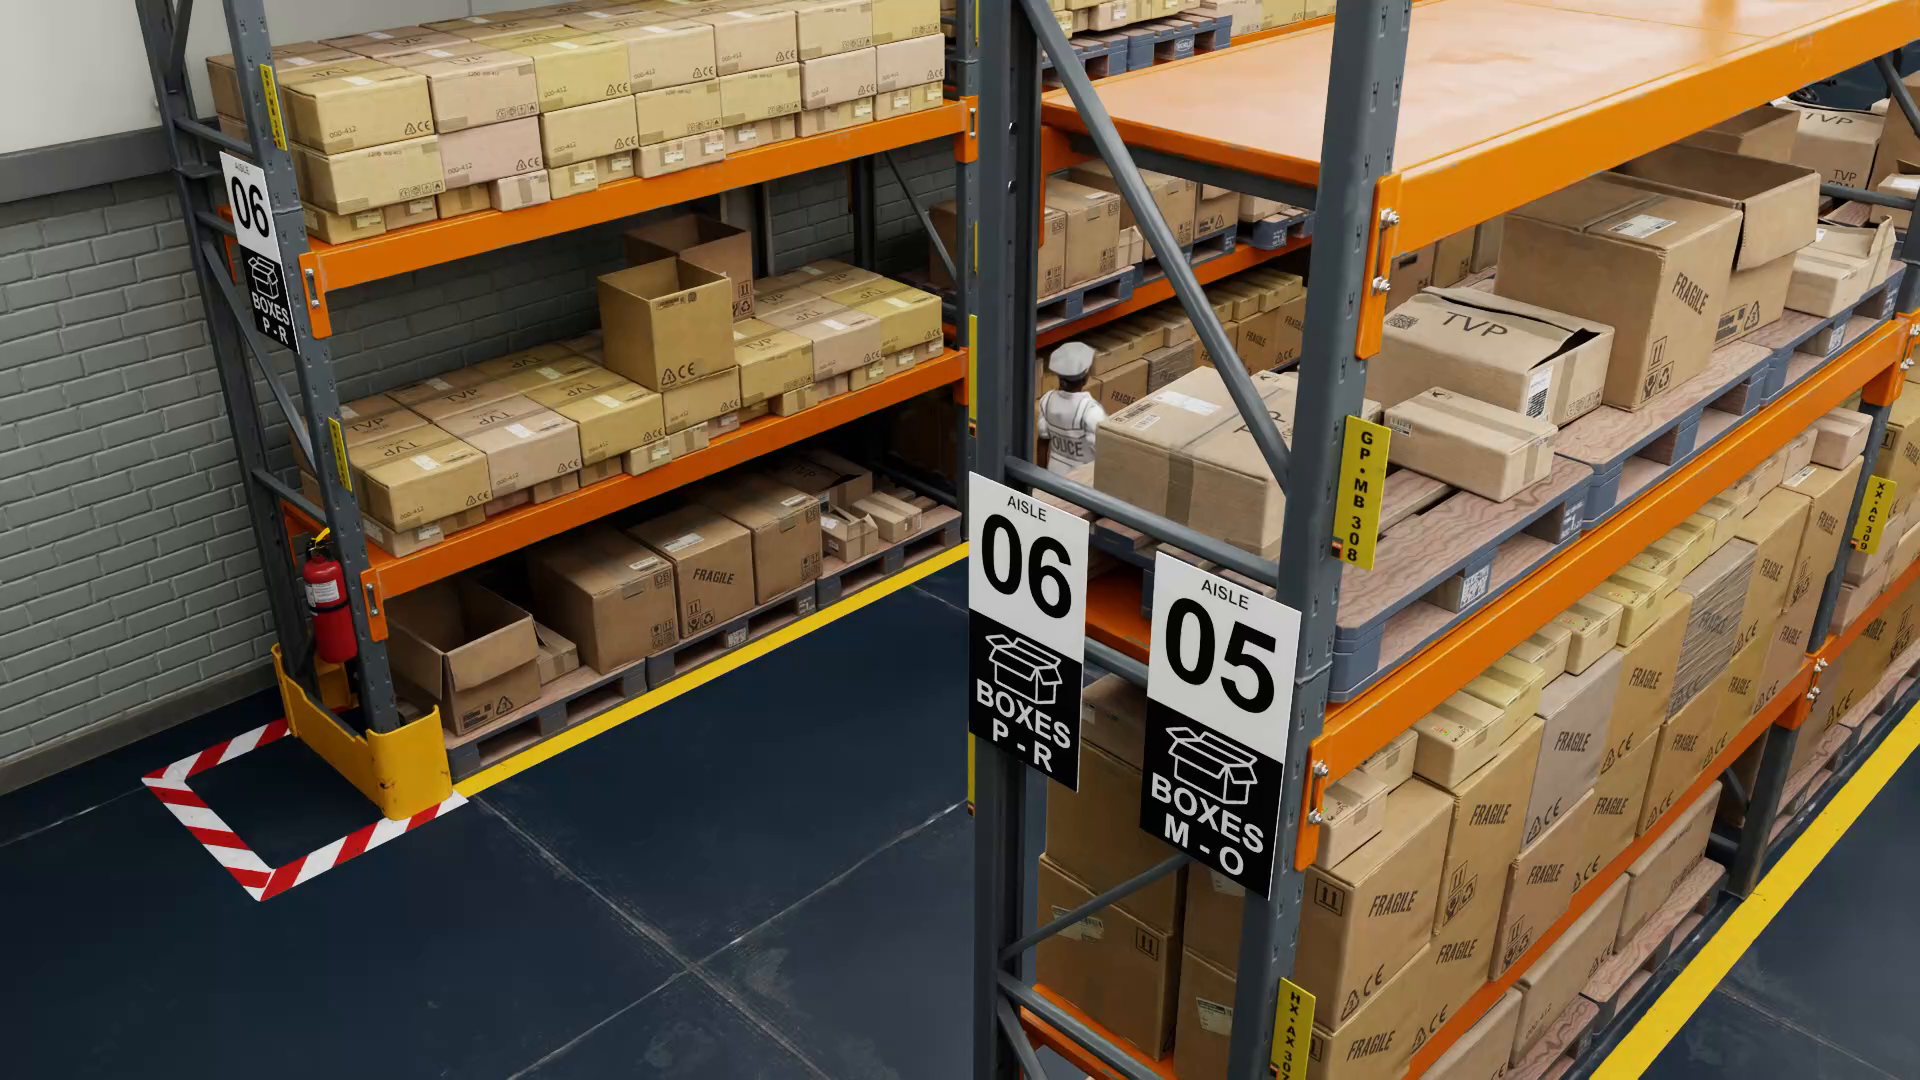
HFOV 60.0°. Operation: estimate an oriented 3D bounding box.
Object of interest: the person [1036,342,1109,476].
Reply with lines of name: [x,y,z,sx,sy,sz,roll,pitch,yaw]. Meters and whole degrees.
person: [0.694,-0.354,9.528,0.842,1.659,0.458,-23,36,-36]
